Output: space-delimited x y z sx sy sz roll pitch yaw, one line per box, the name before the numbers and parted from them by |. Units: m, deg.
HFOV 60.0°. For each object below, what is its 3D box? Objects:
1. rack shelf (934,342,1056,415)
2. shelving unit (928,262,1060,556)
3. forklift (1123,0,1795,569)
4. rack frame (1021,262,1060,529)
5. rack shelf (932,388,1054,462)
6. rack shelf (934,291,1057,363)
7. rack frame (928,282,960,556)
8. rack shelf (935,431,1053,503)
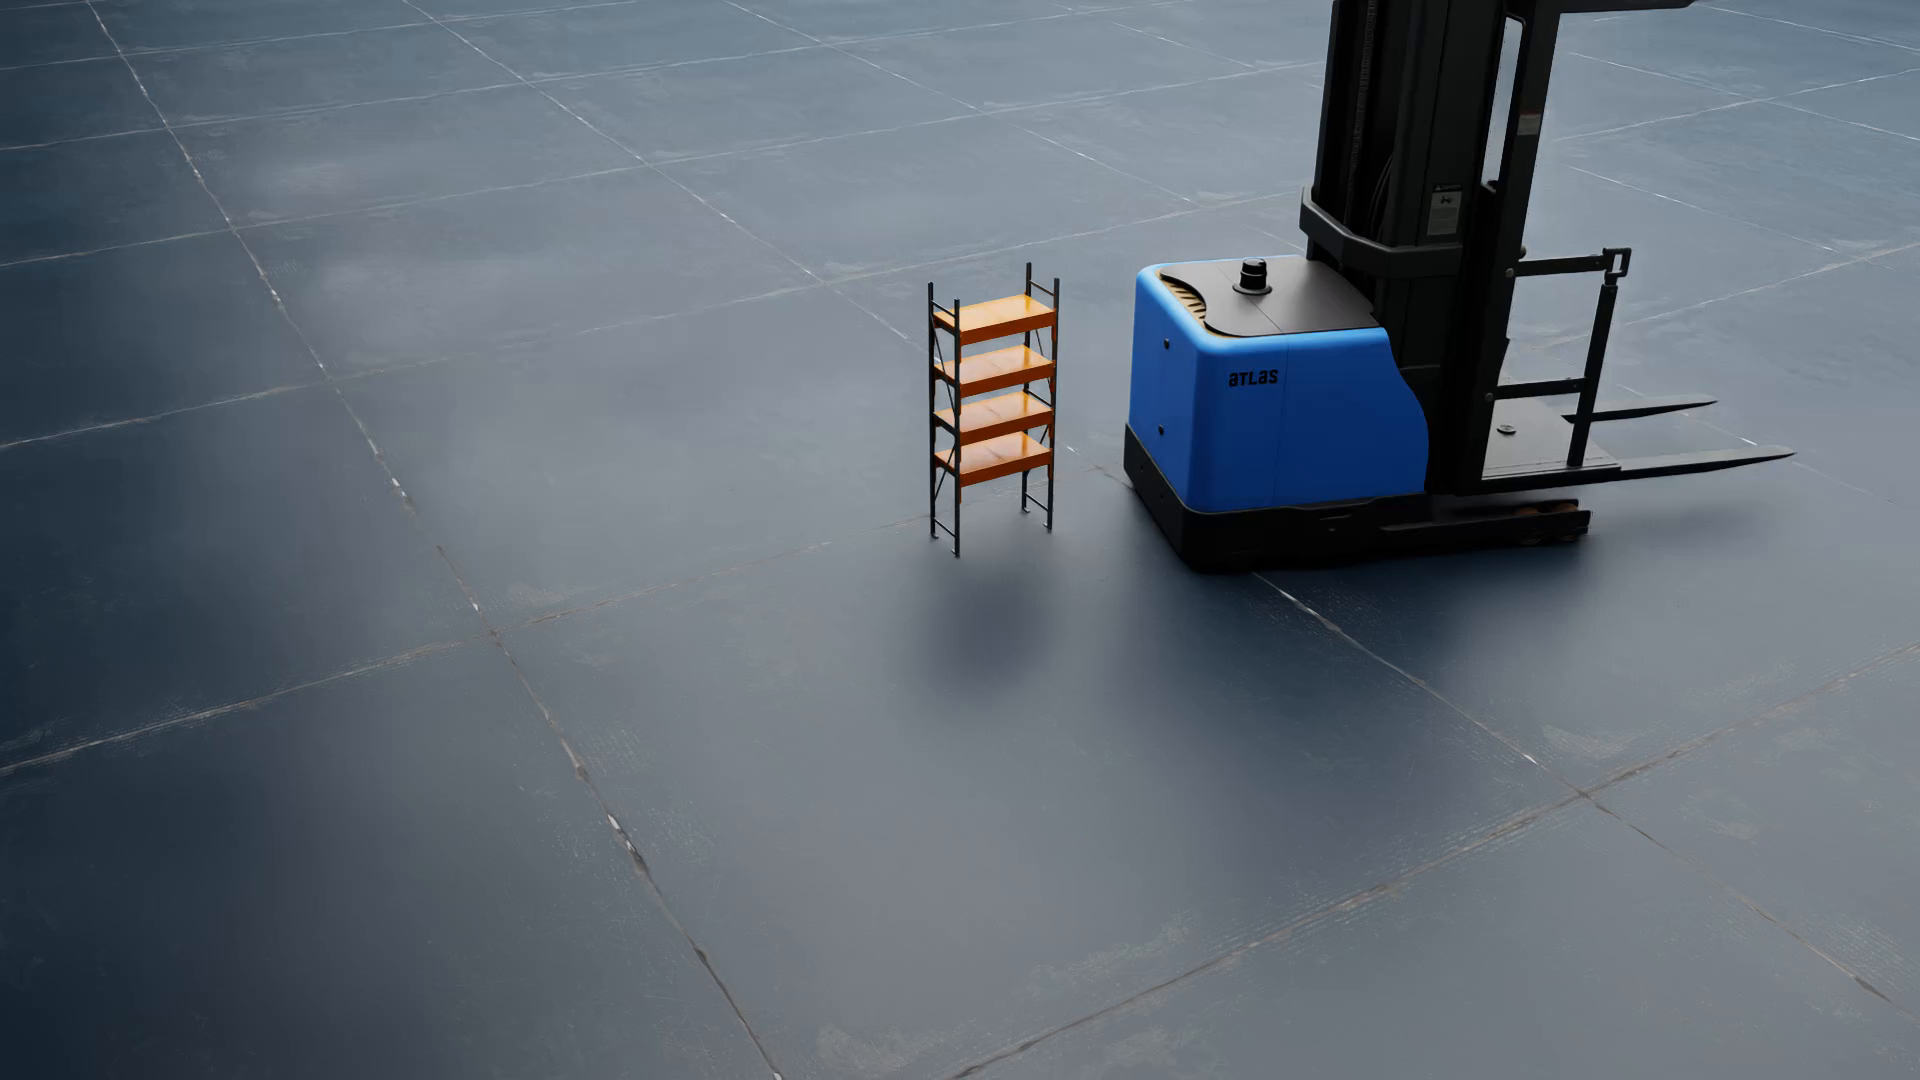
rack shelf | 0.143 -0.703 7.196 0.480 0.148 0.258 -16 33 -26
shelving unit | 0.143 -0.566 7.271 0.503 1.200 0.258 -16 33 -26
forklift | 2.353 -1.505 7.182 3.031 2.935 1.130 -6 29 -10
rack frame | 0.353 -0.626 7.379 0.015 1.200 0.240 -16 33 -26
rack shelf | 0.143 -0.507 7.304 0.480 0.148 0.258 -16 33 -26
rack shelf | 0.143 -0.910 7.081 0.480 0.148 0.258 -16 33 -26
rack frame | -0.068 -0.506 7.163 0.015 1.200 0.240 -16 33 -26
rack shelf | 0.143 -0.333 7.400 0.480 0.148 0.258 -16 33 -26
